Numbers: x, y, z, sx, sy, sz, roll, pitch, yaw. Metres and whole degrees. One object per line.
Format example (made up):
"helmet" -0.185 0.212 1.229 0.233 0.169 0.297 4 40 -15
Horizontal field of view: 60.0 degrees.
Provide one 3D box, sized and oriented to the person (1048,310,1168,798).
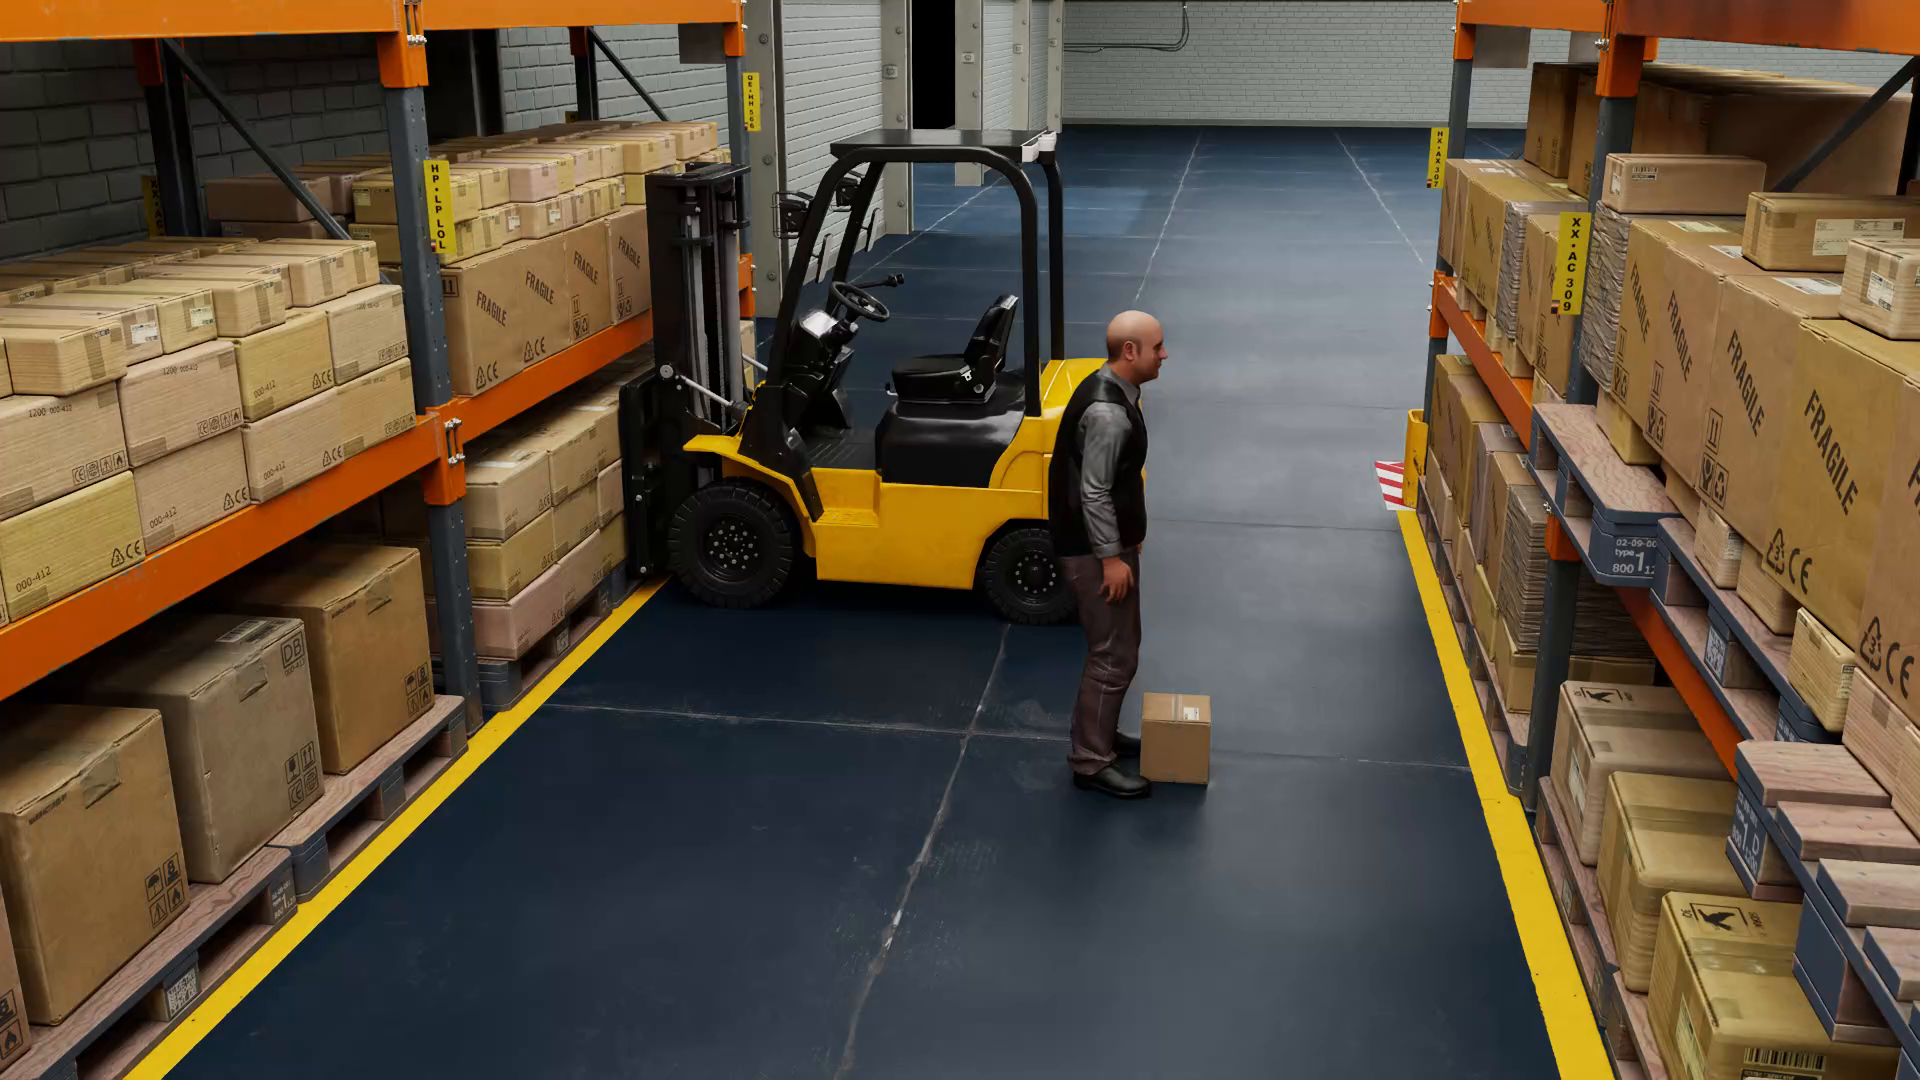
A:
"person" 0.523 0.028 6.003 0.420 1.721 0.581 3 18 9
